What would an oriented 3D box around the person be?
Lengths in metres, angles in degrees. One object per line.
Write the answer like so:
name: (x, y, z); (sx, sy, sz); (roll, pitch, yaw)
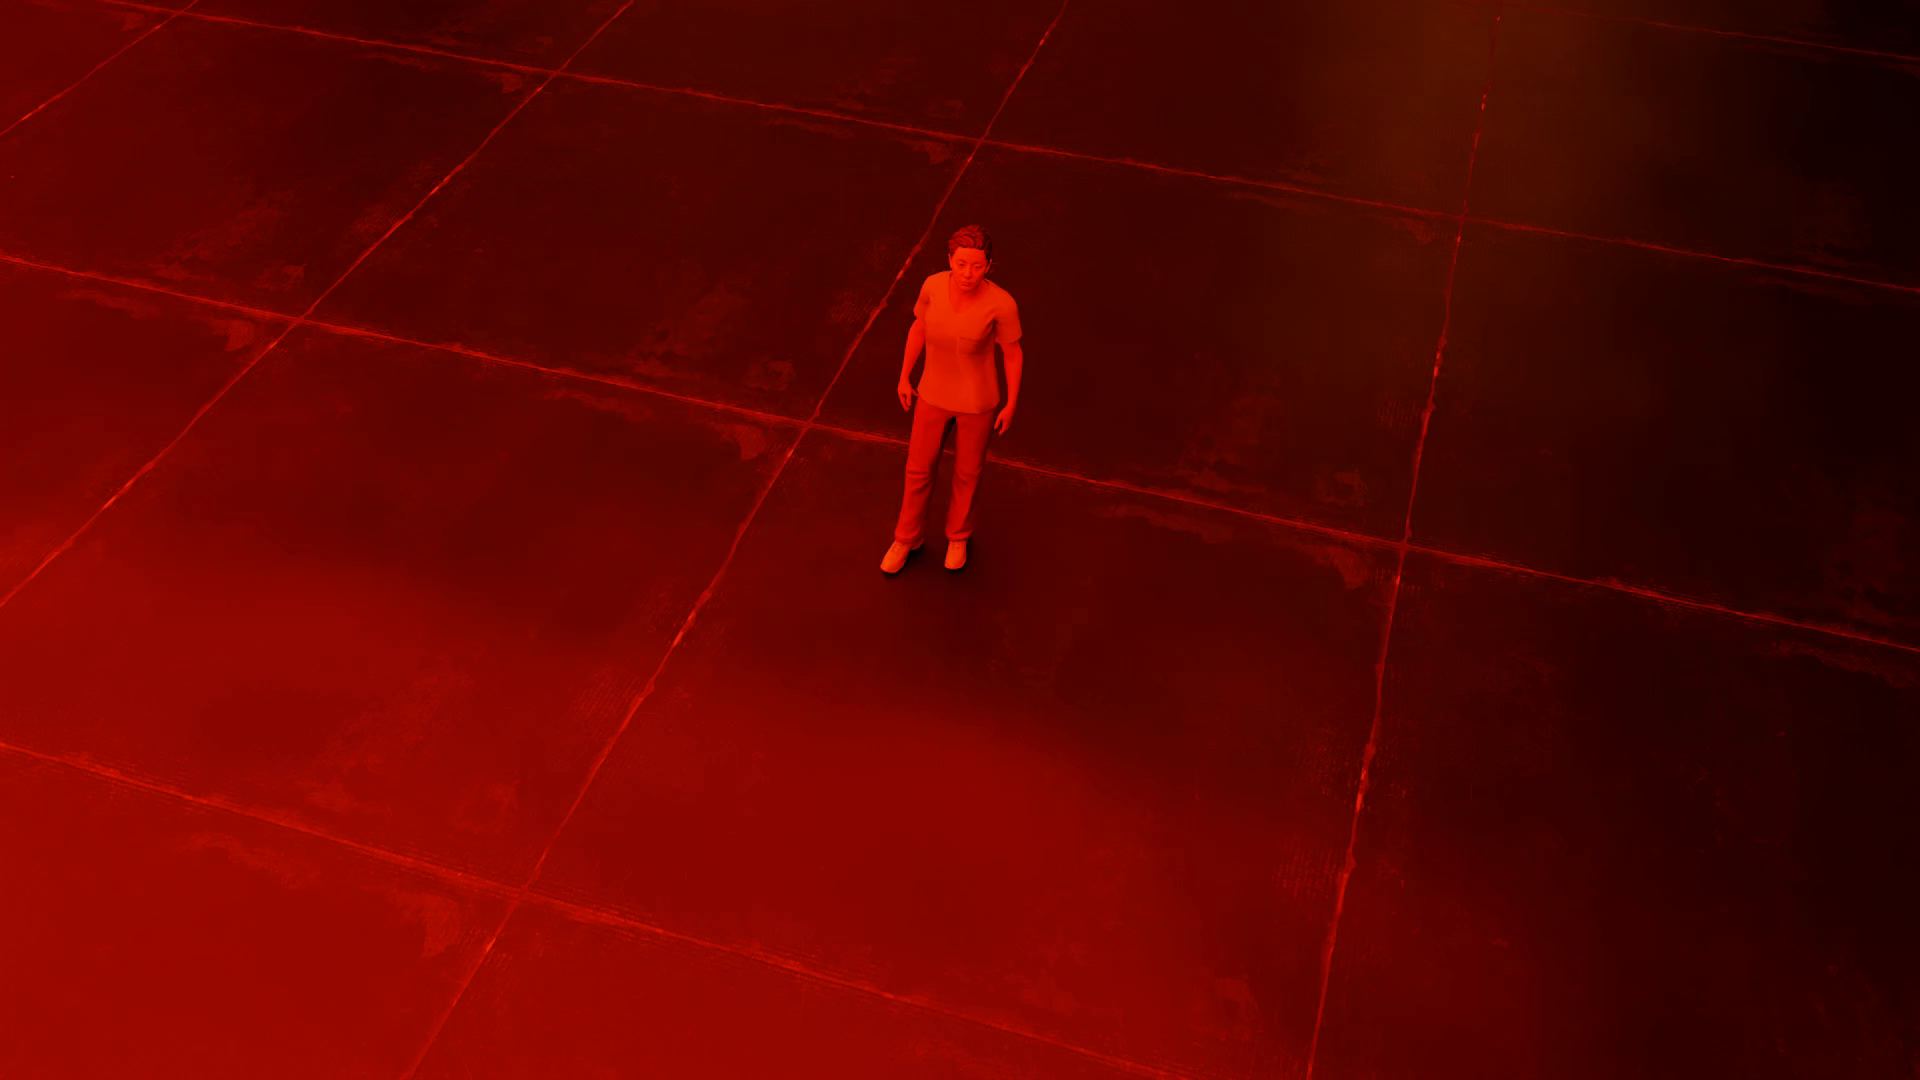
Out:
person: (-0.034, -0.574, 7.216); (0.553, 1.675, 0.549); (12, 44, 13)
